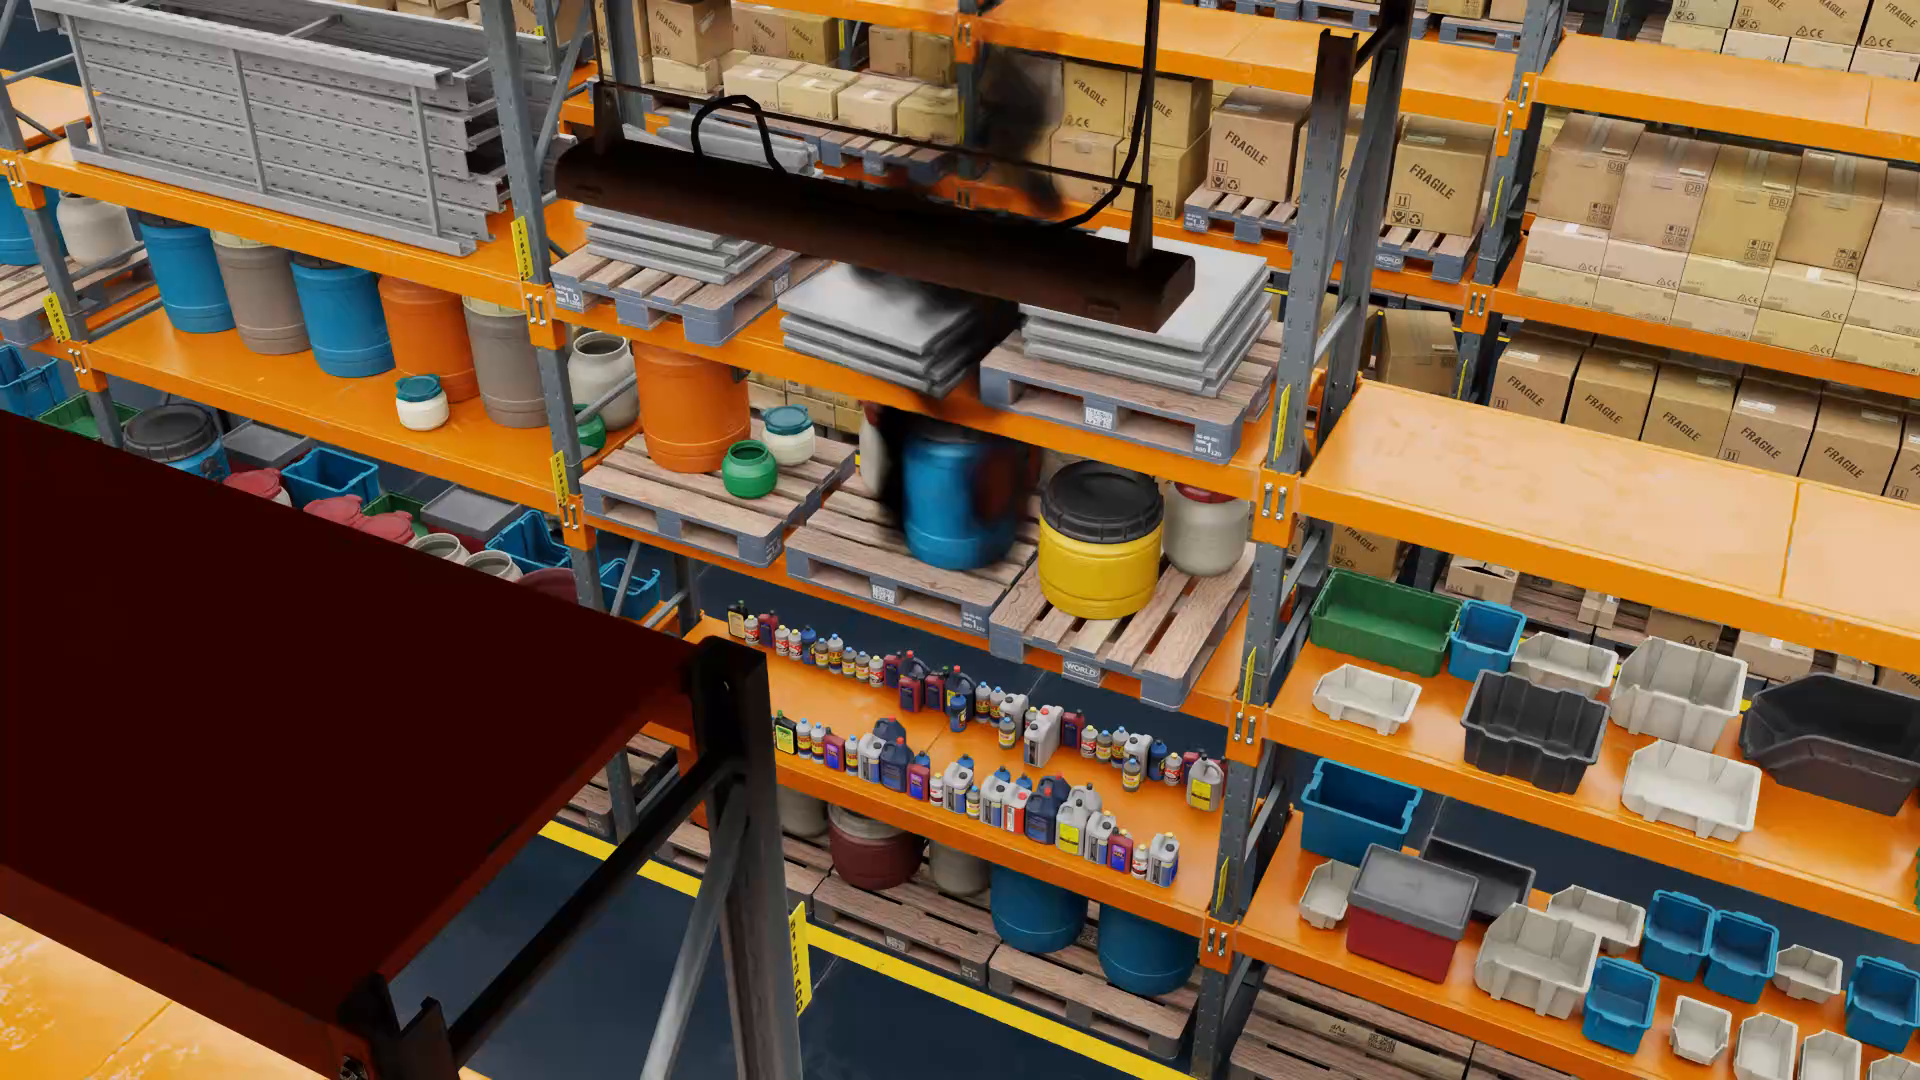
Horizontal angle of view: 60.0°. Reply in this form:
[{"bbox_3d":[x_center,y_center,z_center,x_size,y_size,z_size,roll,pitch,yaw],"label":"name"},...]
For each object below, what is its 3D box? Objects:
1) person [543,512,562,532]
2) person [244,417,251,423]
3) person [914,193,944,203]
[{"bbox_3d":[-3.107,-0.753,13.479,0.887,1.696,0.518,12,37,16],"label":"person"},{"bbox_3d":[-5.811,-1.157,14.008,0.532,1.744,0.654,13,37,18],"label":"person"},{"bbox_3d":[-0.246,-2.616,16.154,0.763,1.722,0.592,15,38,21],"label":"person"}]
